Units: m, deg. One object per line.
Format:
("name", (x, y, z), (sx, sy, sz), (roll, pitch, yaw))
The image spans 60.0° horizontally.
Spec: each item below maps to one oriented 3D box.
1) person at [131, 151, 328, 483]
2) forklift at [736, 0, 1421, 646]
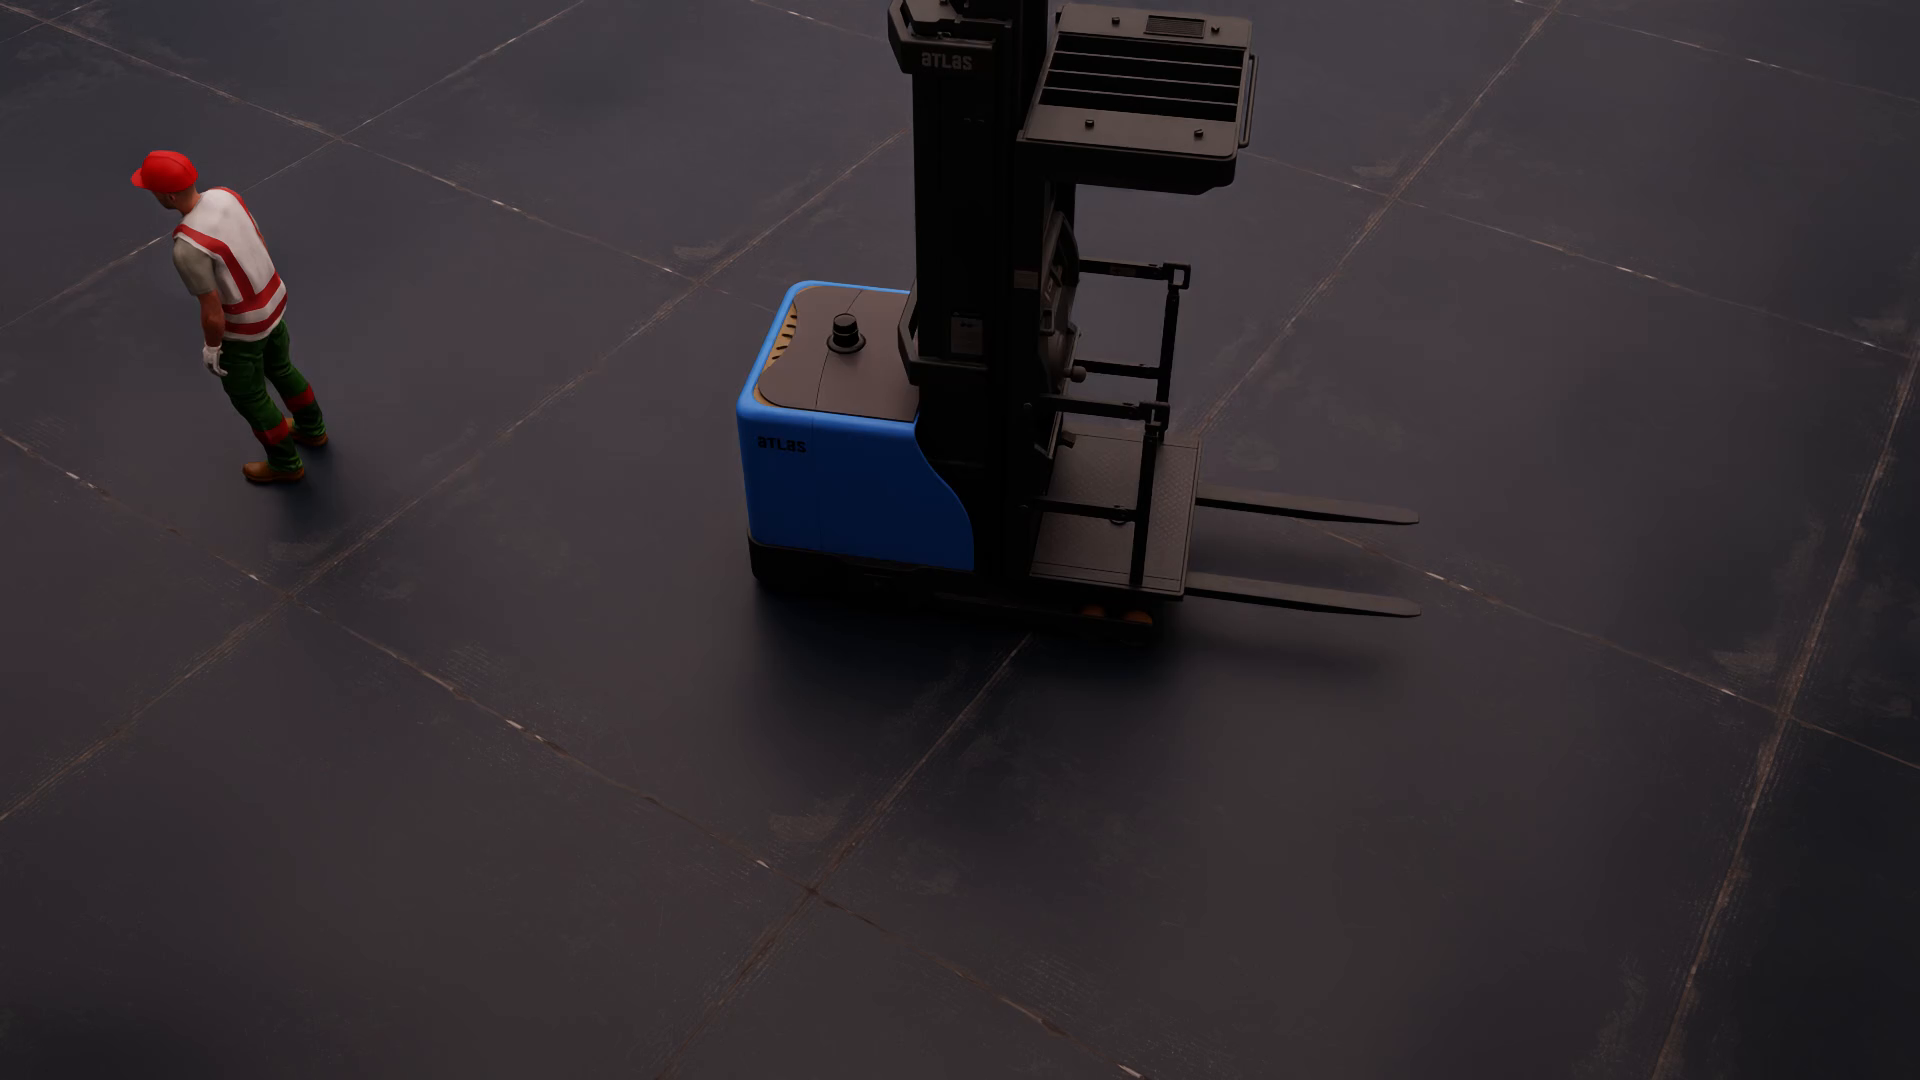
("person", (-3.380, -1.039, 7.785), (0.451, 1.778, 0.611), (6, 44, 6))
("forklift", (0.598, -0.987, 6.890), (3.031, 2.935, 1.130), (7, 44, 8))
